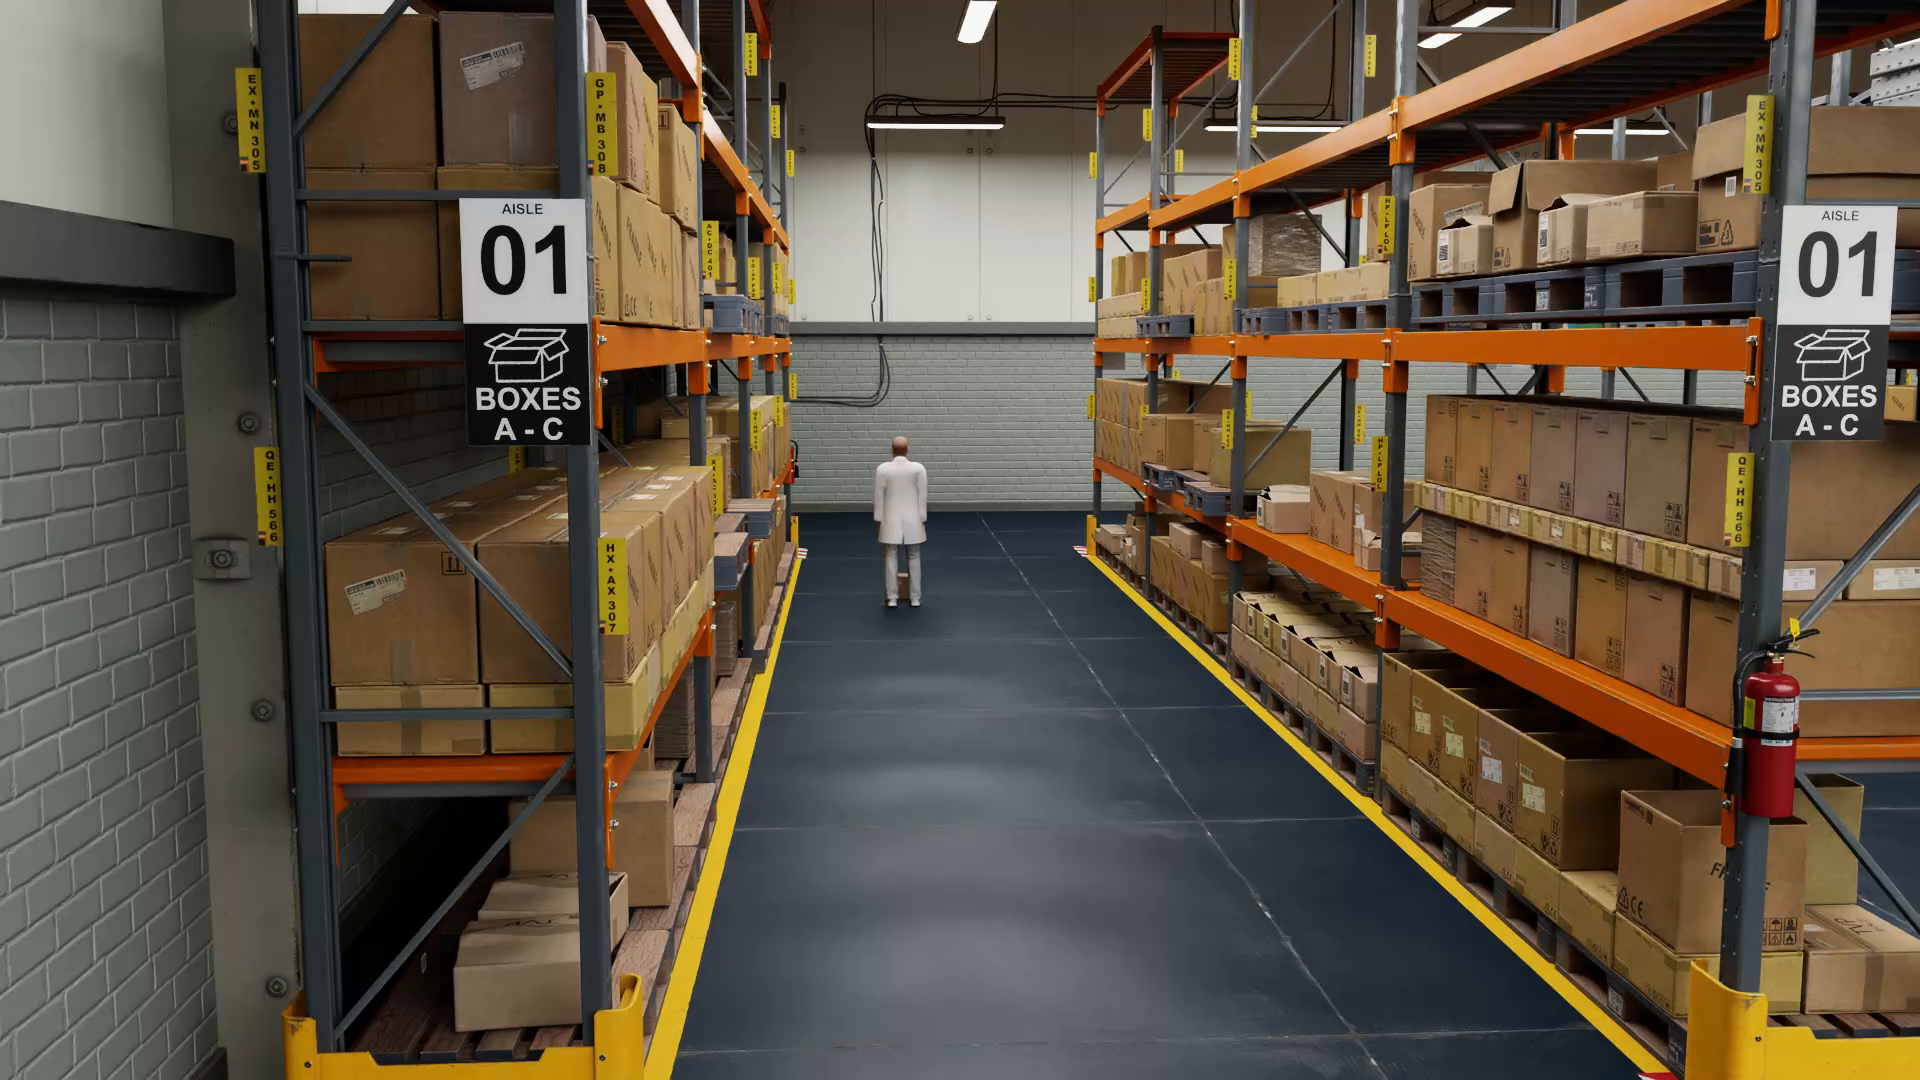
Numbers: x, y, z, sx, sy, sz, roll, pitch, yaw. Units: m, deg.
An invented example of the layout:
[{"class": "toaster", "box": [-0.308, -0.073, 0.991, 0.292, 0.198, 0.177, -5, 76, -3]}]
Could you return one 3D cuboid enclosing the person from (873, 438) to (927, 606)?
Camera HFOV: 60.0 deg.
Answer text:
[{"class": "person", "box": [-0.628, -0.190, 17.478, 0.563, 1.774, 0.380, 0, 7, -3]}]
